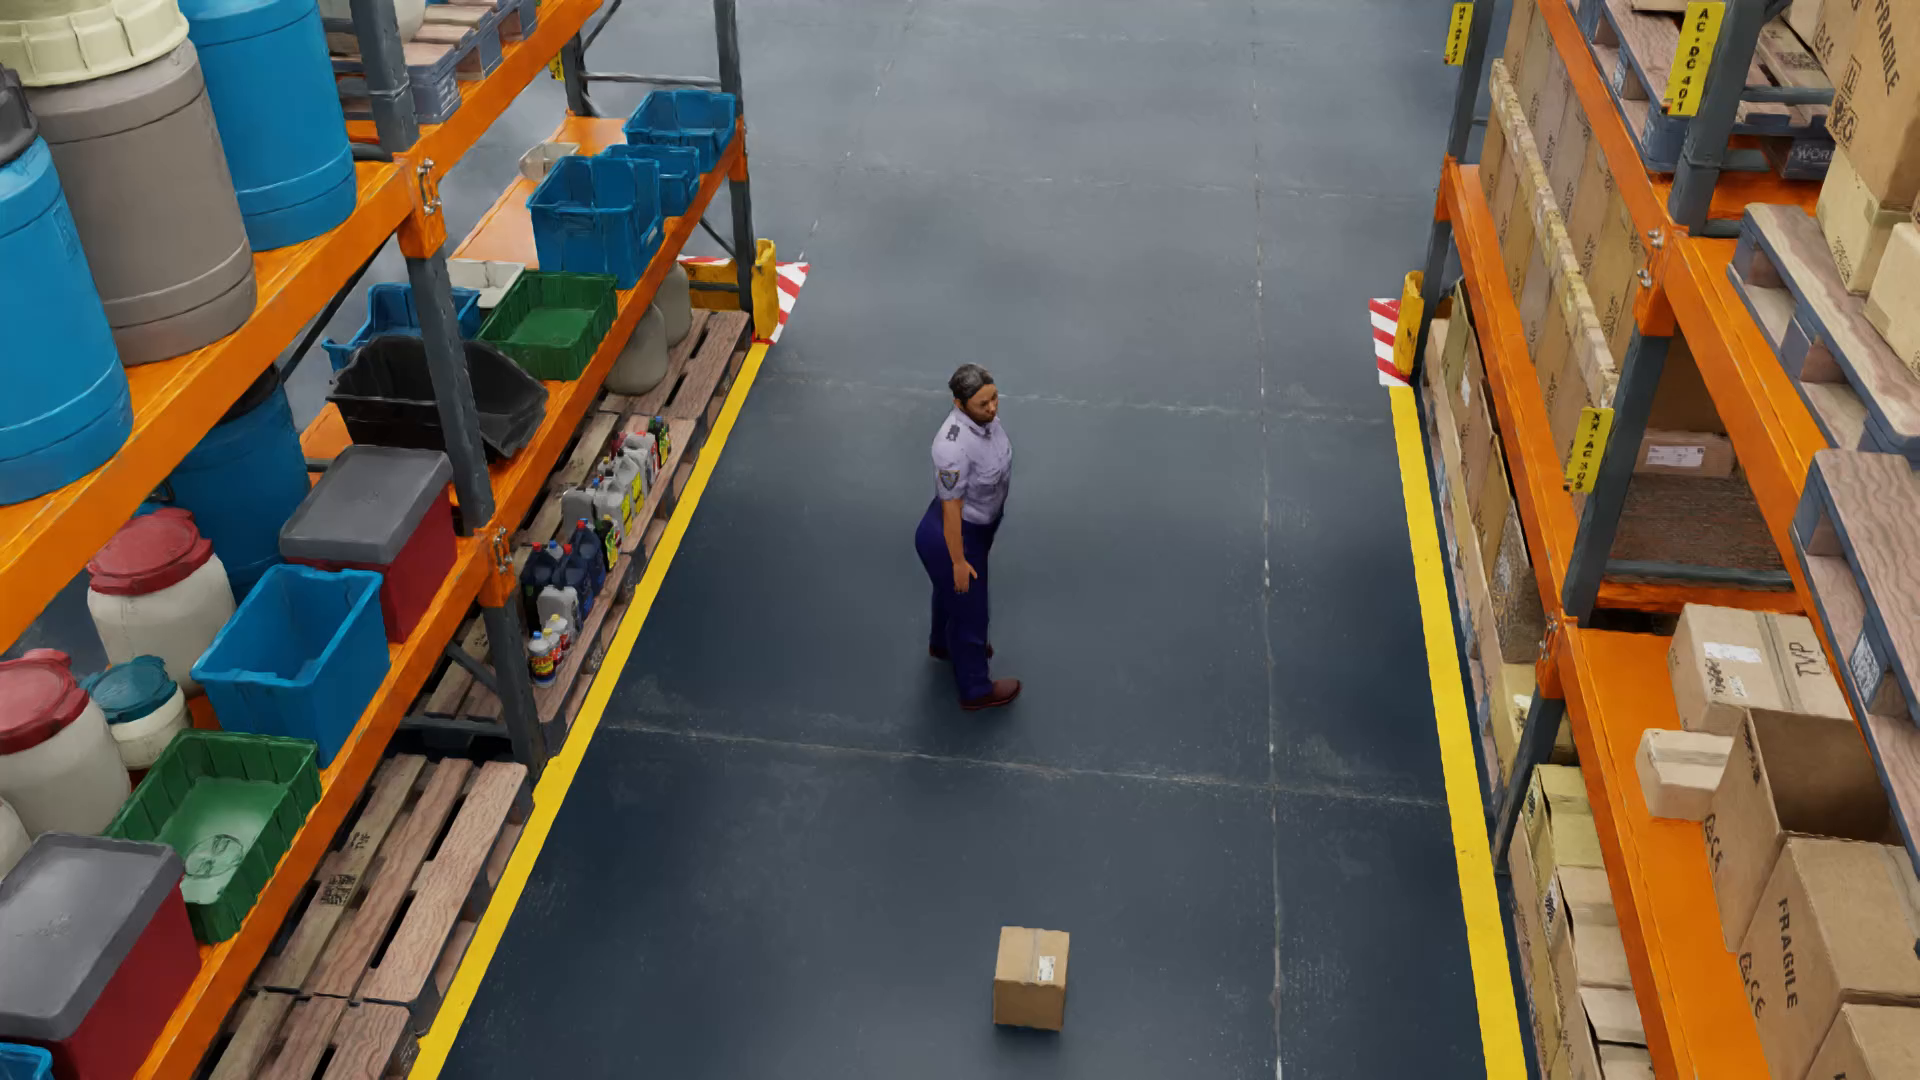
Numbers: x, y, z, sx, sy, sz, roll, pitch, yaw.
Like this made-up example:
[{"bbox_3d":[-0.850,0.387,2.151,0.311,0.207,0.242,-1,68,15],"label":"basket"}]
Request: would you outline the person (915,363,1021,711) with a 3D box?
[{"bbox_3d":[0.050,-0.015,7.059,0.485,1.641,0.559,10,37,13],"label":"person"}]
